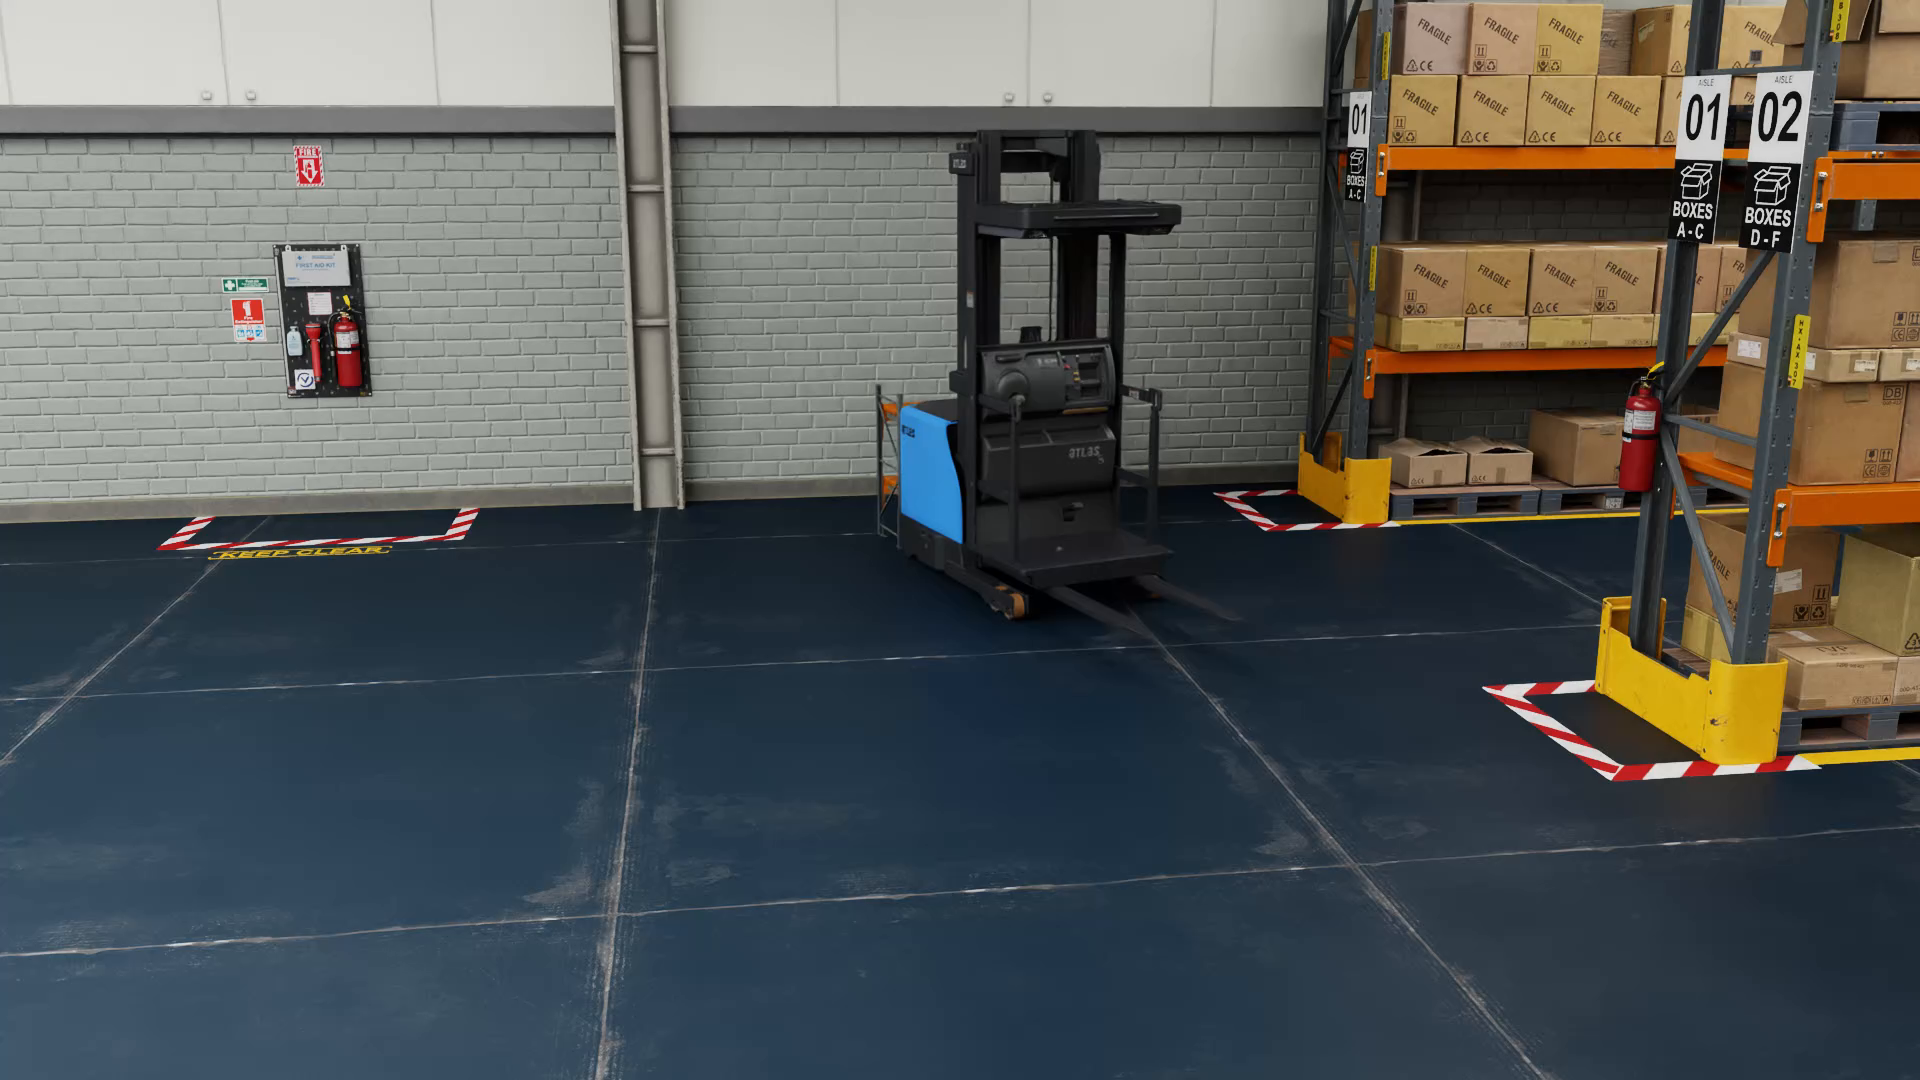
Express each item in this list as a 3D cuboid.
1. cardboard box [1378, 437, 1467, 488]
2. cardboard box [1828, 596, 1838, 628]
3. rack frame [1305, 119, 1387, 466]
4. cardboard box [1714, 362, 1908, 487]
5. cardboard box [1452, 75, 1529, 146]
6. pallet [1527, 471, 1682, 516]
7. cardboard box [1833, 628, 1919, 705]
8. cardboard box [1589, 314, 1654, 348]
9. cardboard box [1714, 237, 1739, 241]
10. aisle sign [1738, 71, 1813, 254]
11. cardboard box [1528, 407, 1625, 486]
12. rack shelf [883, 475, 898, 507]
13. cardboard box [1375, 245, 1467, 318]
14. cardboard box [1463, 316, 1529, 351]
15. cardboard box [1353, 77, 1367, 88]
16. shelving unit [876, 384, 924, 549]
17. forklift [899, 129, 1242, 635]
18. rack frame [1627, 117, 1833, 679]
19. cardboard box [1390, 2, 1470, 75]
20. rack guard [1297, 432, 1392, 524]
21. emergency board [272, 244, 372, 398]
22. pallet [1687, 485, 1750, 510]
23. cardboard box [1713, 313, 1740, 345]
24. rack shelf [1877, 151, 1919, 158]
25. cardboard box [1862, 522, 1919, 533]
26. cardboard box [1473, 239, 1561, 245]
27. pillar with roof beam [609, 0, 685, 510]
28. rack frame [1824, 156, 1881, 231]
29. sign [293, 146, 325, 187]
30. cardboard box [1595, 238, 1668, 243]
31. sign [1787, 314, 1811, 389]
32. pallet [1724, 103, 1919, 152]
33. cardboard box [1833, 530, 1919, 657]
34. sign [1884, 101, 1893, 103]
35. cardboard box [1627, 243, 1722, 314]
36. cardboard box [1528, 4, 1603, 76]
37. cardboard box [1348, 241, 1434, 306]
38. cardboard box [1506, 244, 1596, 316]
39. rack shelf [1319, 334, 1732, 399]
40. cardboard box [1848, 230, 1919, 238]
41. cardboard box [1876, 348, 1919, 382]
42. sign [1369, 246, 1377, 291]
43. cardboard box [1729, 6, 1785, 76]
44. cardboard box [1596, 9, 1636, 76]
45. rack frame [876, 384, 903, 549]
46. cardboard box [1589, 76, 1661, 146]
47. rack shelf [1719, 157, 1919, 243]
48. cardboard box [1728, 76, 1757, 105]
[{"bbox_3d":[3.663,-0.629,13.187,0.500,0.311,0.500,-4,15,-15],"label":"cardboard box"},{"bbox_3d":[4.686,0.493,8.877,0.500,0.250,0.500,-2,14,-8],"label":"cardboard box"},{"bbox_3d":[2.965,-1.716,12.900,0.127,3.000,1.000,-2,14,-8],"label":"rack frame"},{"bbox_3d":[4.171,-0.587,8.192,0.500,0.500,0.700,-2,14,-8],"label":"cardboard box"},{"bbox_3d":[3.870,-3.192,12.372,0.500,0.500,0.500,-1,14,-5],"label":"cardboard box"},{"bbox_3d":[5.053,-0.431,13.506,1.213,0.211,1.003,-2,14,-8],"label":"pallet"},{"bbox_3d":[4.764,0.620,8.372,0.500,0.250,0.500,-2,14,-8],"label":"cardboard box"},{"bbox_3d":[5.011,-1.652,12.909,0.500,0.250,0.500,-2,14,-8],"label":"cardboard box"},{"bbox_3d":[6.425,-2.195,13.535,0.500,0.500,0.500,-2,14,-10],"label":"cardboard box"},{"bbox_3d":[3.688,-1.710,7.529,0.004,0.787,0.394,-2,14,-8],"label":"aisle sign"},{"bbox_3d":[4.960,-0.756,13.304,0.500,0.500,0.700,-3,14,-12],"label":"cardboard box"},{"bbox_3d":[-0.037,-0.345,12.291,1.000,0.278,0.538,-6,15,-21],"label":"rack shelf"},{"bbox_3d":[3.482,-1.962,12.605,0.500,0.500,0.500,-2,14,-8],"label":"cardboard box"},{"bbox_3d":[4.007,-1.617,12.770,0.500,0.250,0.500,-3,14,-10],"label":"cardboard box"},{"bbox_3d":[3.340,-3.306,12.823,0.500,0.500,0.500,-1,14,-4],"label":"cardboard box"},{"bbox_3d":[-0.037,-0.582,12.231,1.048,1.125,0.538,-6,15,-21],"label":"shelving unit"},{"bbox_3d":[0.661,-1.050,10.384,1.130,2.935,3.031,-7,16,-25],"label":"forklift"},{"bbox_3d":[3.707,-0.525,8.149,0.127,3.000,1.000,-2,14,-8],"label":"rack frame"},{"bbox_3d":[3.383,-3.670,12.221,0.500,0.500,0.500,-3,14,-12],"label":"cardboard box"},{"bbox_3d":[3.041,-0.507,13.215,0.348,0.500,1.175,-2,14,-8],"label":"rack guard"},{"bbox_3d":[-4.854,-1.652,12.643,0.643,1.169,0.194,-2,14,-8],"label":"emergency board"},{"bbox_3d":[6.262,-0.476,13.686,1.213,0.211,1.003,-2,14,-8],"label":"pallet"},{"bbox_3d":[6.004,-1.692,13.070,0.500,0.250,0.500,-2,14,-8],"label":"cardboard box"},{"bbox_3d":[8.899,-3.040,13.489,4.000,0.370,1.077,-2,14,-8],"label":"rack shelf"},{"bbox_3d":[5.180,0.110,8.863,0.500,0.500,0.500,-2,14,-8],"label":"cardboard box"},{"bbox_3d":[4.410,-2.121,13.238,0.500,0.500,0.500,-2,14,-10],"label":"cardboard box"},{"bbox_3d":[-1.763,-3.607,8.105,0.400,9.000,9.100,-2,14,-8],"label":"pillar with roof beam"},{"bbox_3d":[6.921,-1.861,13.478,0.127,3.000,1.000,-2,14,-8],"label":"rack frame"},{"bbox_3d":[-4.876,-2.800,12.455,0.199,0.298,0.001,-2,14,-8],"label":"sign"},{"bbox_3d":[5.419,-2.161,13.397,0.500,0.500,0.500,-2,14,-7],"label":"cardboard box"},{"bbox_3d":[3.784,-0.850,7.501,0.005,0.325,0.100,-2,14,-8],"label":"sign"},{"bbox_3d":[4.410,-1.956,7.872,1.213,0.211,1.003,-2,14,-8],"label":"pallet"},{"bbox_3d":[4.765,0.257,8.279,0.500,0.500,0.500,-2,14,-8],"label":"cardboard box"},{"bbox_3d":[7.009,-3.437,12.531,0.005,0.325,0.100,-2,14,-8],"label":"sign"},{"bbox_3d":[5.507,-2.035,12.897,0.500,0.500,0.500,-3,14,-10],"label":"cardboard box"},{"bbox_3d":[4.391,-3.697,12.330,0.500,0.500,0.500,-2,14,-7],"label":"cardboard box"},{"bbox_3d":[3.400,-2.085,13.096,0.500,0.500,0.500,-2,14,-9],"label":"cardboard box"},{"bbox_3d":[4.484,-1.995,12.735,0.500,0.500,0.500,-3,14,-10],"label":"cardboard box"},{"bbox_3d":[4.943,-1.440,13.276,4.000,0.370,1.077,-2,14,-8],"label":"rack shelf"},{"bbox_3d":[4.742,-1.239,8.123,0.500,0.500,0.700,-2,14,-10],"label":"cardboard box"},{"bbox_3d":[4.388,-0.861,7.949,0.250,0.149,0.380,-2,14,-10],"label":"cardboard box"},{"bbox_3d":[3.046,-2.006,12.274,0.005,0.325,0.100,-2,14,-8],"label":"sign"},{"bbox_3d":[5.922,-3.754,12.554,0.500,0.500,0.500,-1,14,-5],"label":"cardboard box"},{"bbox_3d":[4.880,-3.844,12.916,0.500,0.500,0.500,-2,14,-8],"label":"cardboard box"},{"bbox_3d":[-0.507,-0.536,12.045,0.032,1.125,0.500,-6,15,-21],"label":"rack frame"},{"bbox_3d":[4.909,-3.237,12.549,0.500,0.500,0.500,-1,14,-5],"label":"cardboard box"},{"bbox_3d":[5.685,-1.703,8.161,4.000,0.370,1.077,-2,14,-8],"label":"rack shelf"},{"bbox_3d":[5.956,-3.282,12.727,0.500,0.500,0.500,-3,14,-13],"label":"cardboard box"}]
